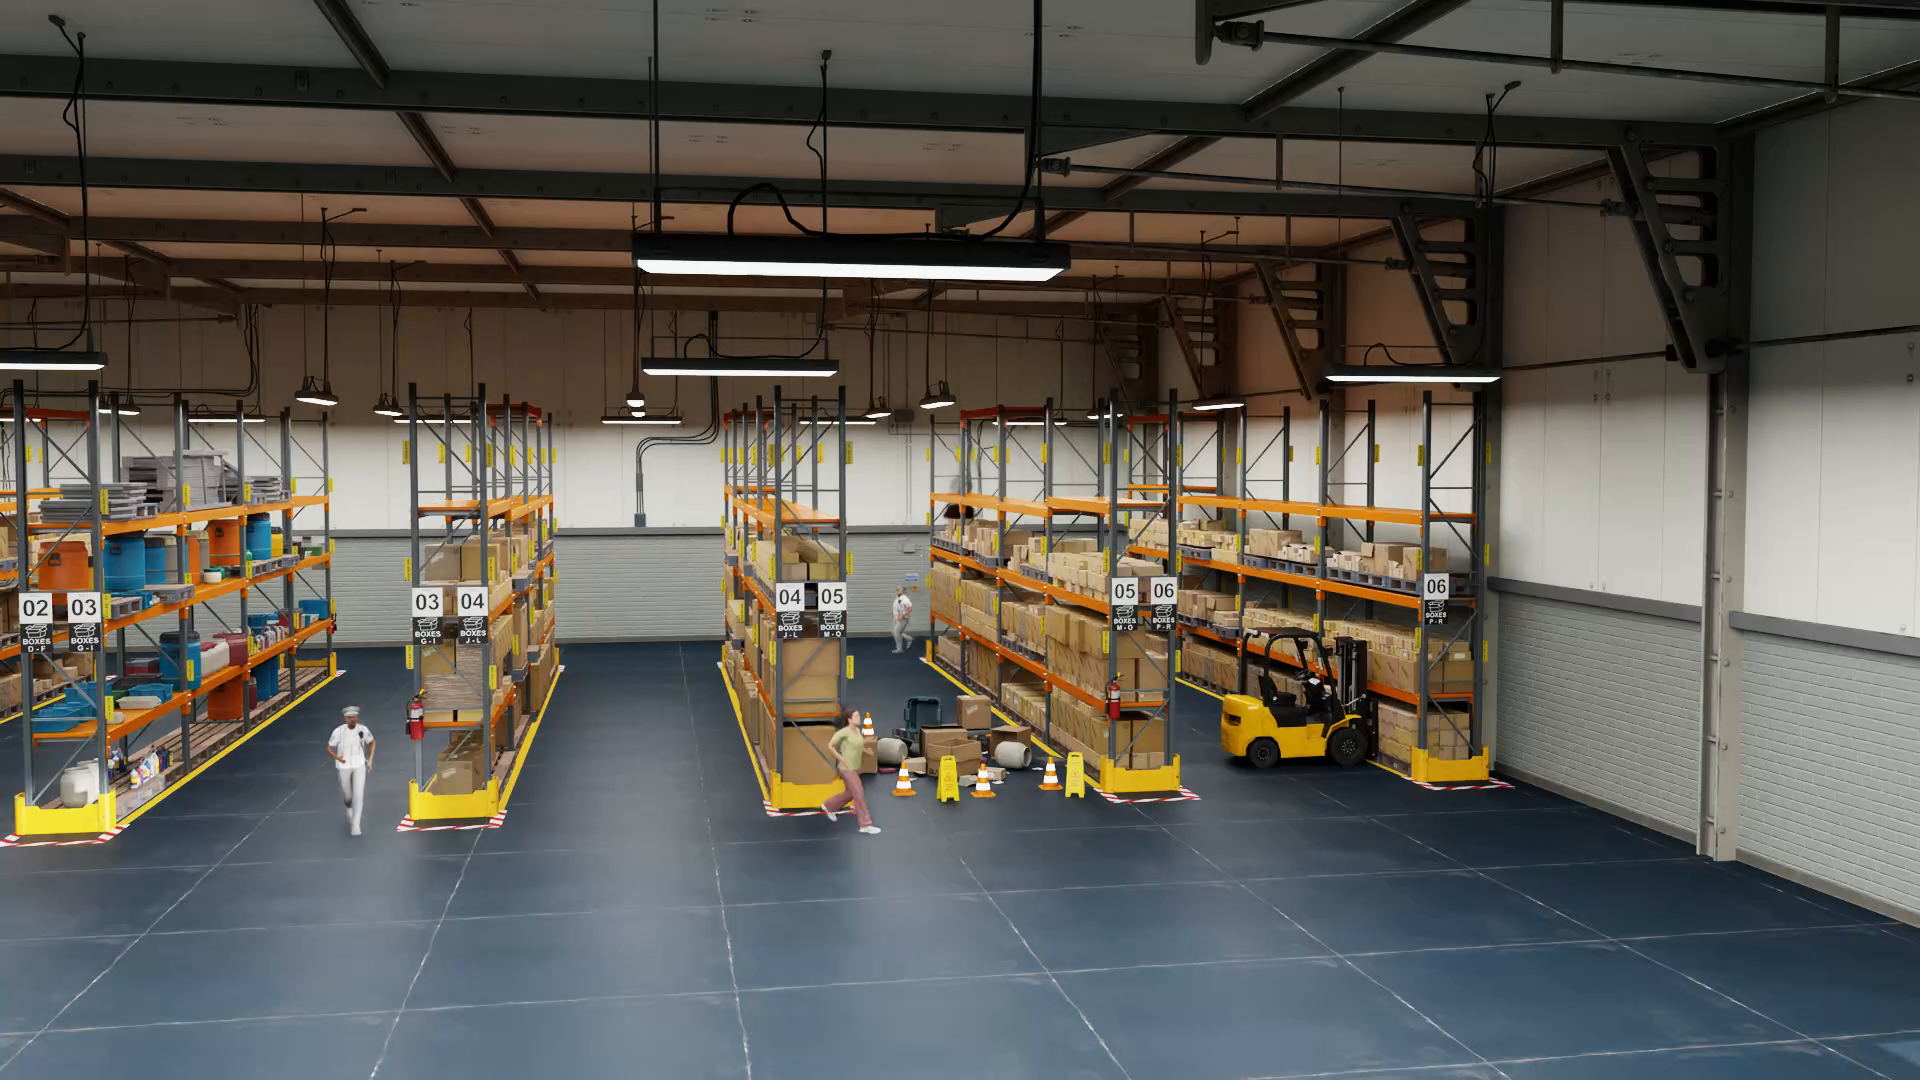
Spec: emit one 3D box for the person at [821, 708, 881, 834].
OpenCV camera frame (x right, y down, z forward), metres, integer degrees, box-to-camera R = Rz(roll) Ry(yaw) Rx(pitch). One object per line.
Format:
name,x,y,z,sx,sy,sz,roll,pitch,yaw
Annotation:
person,-1.485,3.038,22.040,0.974,1.644,0.580,1,3,26

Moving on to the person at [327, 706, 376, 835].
person,-8.143,3.053,22.263,0.618,1.697,0.776,-1,3,-20

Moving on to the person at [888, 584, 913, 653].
person,-1.458,1.993,42.198,0.680,1.741,0.658,-2,3,-28
